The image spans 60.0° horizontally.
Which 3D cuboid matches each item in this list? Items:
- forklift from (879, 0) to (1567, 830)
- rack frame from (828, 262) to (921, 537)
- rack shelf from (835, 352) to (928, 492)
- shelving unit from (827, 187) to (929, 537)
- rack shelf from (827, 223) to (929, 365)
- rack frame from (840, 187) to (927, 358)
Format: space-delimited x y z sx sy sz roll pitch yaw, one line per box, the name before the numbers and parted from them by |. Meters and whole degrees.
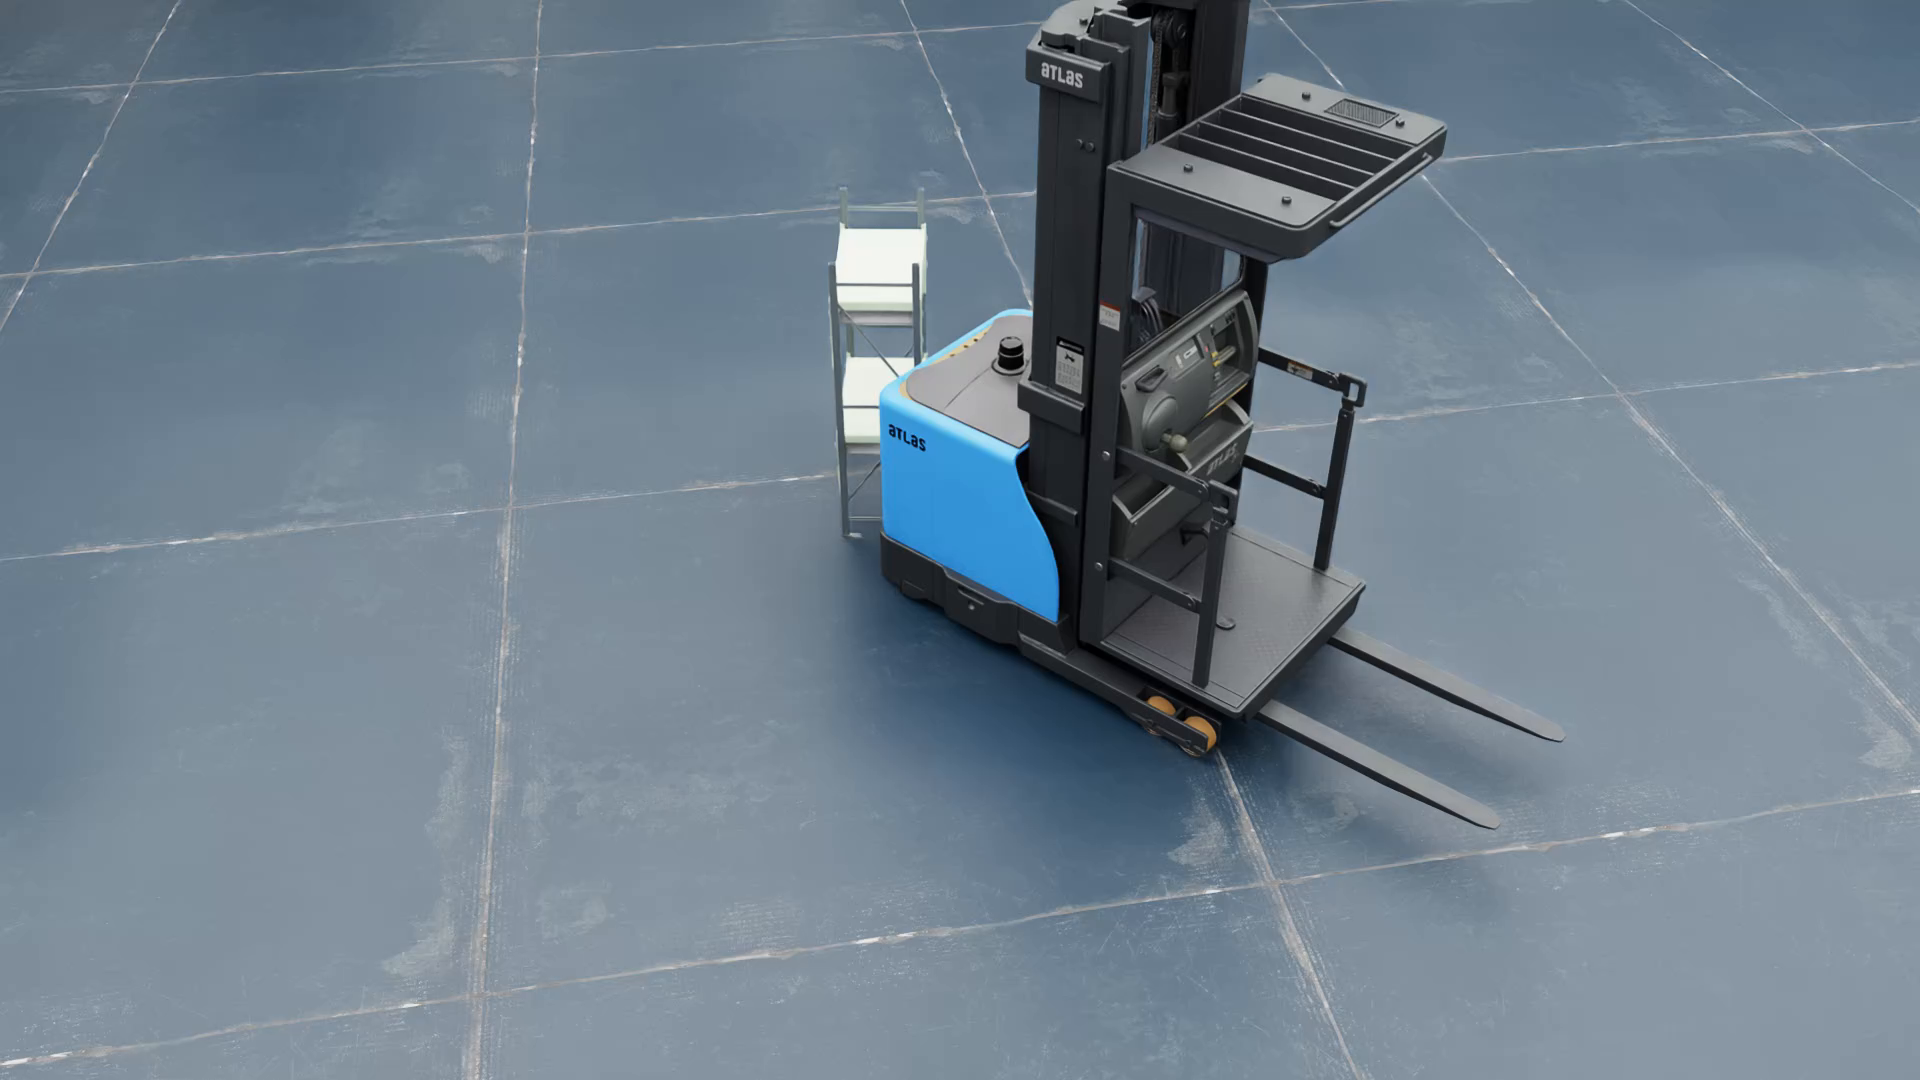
forklift | 1.089 -0.620 6.559 3.031 2.935 1.130 27 45 30
rack frame | -0.376 -0.614 7.717 0.400 1.500 0.023 0 38 1
rack shelf | -0.372 -0.581 8.206 0.431 0.370 0.720 0 38 1
shelving unit | -0.372 -0.838 8.006 0.431 1.500 0.755 0 38 1
rack shelf | -0.372 -1.146 7.767 0.431 0.370 0.720 0 38 1
rack frame | -0.367 -1.063 8.295 0.400 1.500 0.023 0 38 1
